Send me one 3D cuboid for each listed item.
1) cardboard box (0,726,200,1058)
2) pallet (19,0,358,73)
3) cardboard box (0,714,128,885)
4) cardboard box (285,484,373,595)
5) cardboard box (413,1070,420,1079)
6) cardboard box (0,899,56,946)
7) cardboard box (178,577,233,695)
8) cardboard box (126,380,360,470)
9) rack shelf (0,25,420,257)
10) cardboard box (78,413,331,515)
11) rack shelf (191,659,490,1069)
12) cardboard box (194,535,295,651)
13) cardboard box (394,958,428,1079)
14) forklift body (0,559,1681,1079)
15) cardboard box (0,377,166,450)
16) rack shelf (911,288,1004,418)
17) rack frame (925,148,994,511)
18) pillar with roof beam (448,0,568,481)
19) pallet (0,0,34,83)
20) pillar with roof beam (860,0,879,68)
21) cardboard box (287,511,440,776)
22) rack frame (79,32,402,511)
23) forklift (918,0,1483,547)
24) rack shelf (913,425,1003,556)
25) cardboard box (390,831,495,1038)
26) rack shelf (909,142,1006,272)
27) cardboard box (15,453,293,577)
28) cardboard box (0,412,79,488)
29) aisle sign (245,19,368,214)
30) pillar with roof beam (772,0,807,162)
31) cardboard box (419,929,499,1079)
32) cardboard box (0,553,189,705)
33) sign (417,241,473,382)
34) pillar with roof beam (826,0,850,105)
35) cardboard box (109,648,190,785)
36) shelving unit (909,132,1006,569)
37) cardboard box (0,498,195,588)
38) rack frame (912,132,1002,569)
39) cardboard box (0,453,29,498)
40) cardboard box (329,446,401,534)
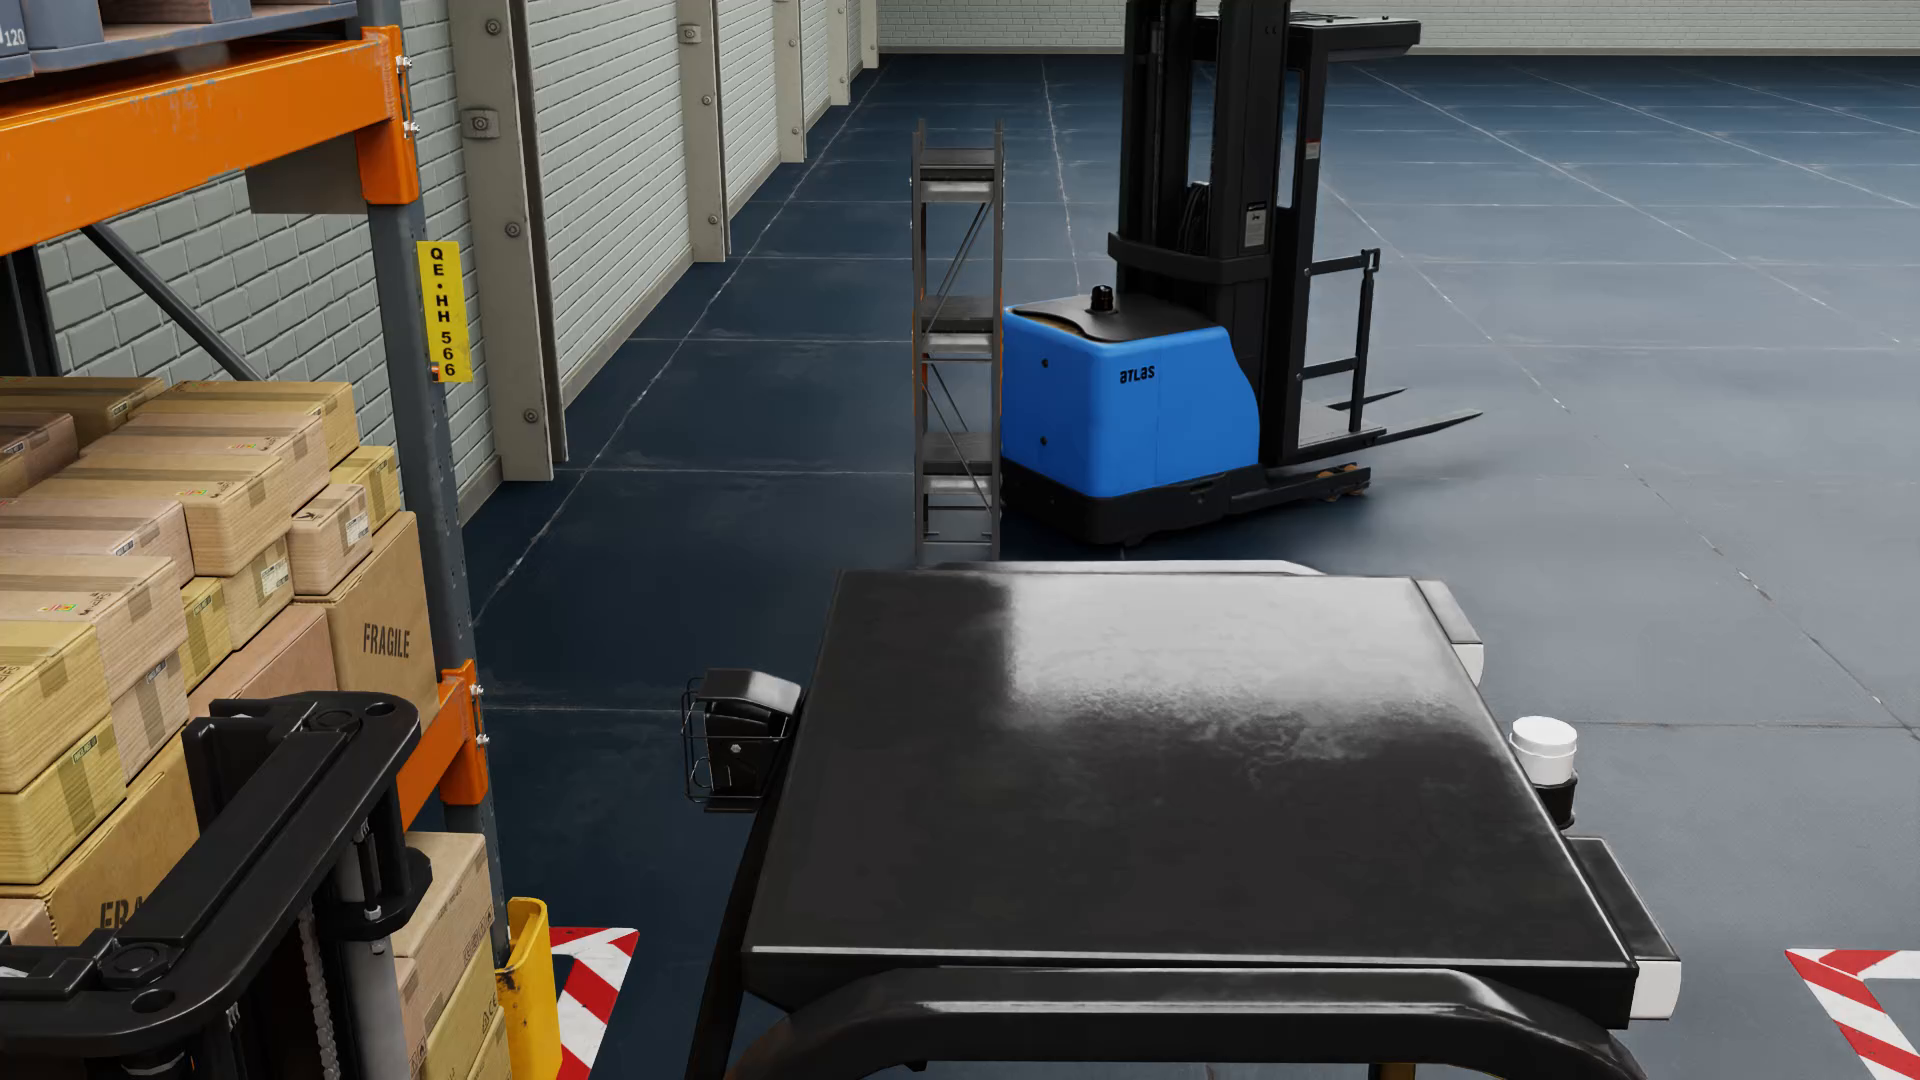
[{"bbox_3d":[-1.510,0.629,2.623,0.500,0.500,0.500,0,21,1],"label":"cardboard box"},{"bbox_3d":[-1.765,-0.980,2.883,1.003,0.211,1.213,1,21,2],"label":"pallet"},{"bbox_3d":[-1.462,0.366,2.405,0.380,0.149,0.250,1,21,2],"label":"cardboard box"},{"bbox_3d":[-1.426,-0.006,3.362,0.380,0.149,0.250,1,21,2],"label":"cardboard box"},{"bbox_3d":[-1.446,1.336,3.469,0.500,0.250,0.500,0,21,1],"label":"cardboard box"},{"bbox_3d":[-1.514,0.811,2.154,0.500,0.500,0.500,1,21,2],"label":"cardboard box"},{"bbox_3d":[-1.514,0.177,2.892,0.380,0.149,0.250,0,21,1],"label":"cardboard box"},{"bbox_3d":[-1.517,-0.234,3.539,0.380,0.149,0.250,1,21,2],"label":"cardboard box"},{"bbox_3d":[-1.778,-0.218,1.792,1.077,0.370,4.000,1,21,2],"label":"rack shelf"},{"bbox_3d":[-1.494,-0.144,3.308,0.380,0.149,0.250,1,21,2],"label":"cardboard box"},{"bbox_3d":[-1.778,1.181,2.334,1.077,0.370,4.000,1,21,2],"label":"rack shelf"},{"bbox_3d":[-1.495,0.087,3.122,0.380,0.149,0.250,1,21,3],"label":"cardboard box"},{"bbox_3d":[-1.429,1.097,3.394,0.500,0.250,0.500,1,21,3],"label":"cardboard box"},{"bbox_3d":[0.049,1.223,2.403,2.313,2.155,1.214,1,21,2],"label":"forklift body"},{"bbox_3d":[-1.941,-0.247,3.572,0.380,0.149,0.250,0,21,1],"label":"cardboard box"},{"bbox_3d":[-0.005,-0.906,8.000,0.431,0.518,0.480,1,21,2],"label":"rack shelf"},{"bbox_3d":[0.001,-1.007,8.222,0.380,1.831,0.006,1,21,2],"label":"rack frame"},{"bbox_3d":[1.846,-4.555,7.828,9.100,9.000,0.400,1,21,2],"label":"pillar with roof beam"},{"bbox_3d":[-1.799,-0.538,1.743,1.003,0.211,1.213,1,21,2],"label":"pallet"},{"bbox_3d":[2.576,-13.233,30.193,9.100,9.000,0.400,1,21,2],"label":"pillar with roof beam"},{"bbox_3d":[-1.470,0.256,3.584,0.500,0.500,0.500,0,21,0],"label":"cardboard box"},{"bbox_3d":[-1.714,0.122,4.068,0.949,2.616,0.053,1,21,2],"label":"rack frame"},{"bbox_3d":[1.436,-1.667,8.773,3.560,2.935,1.130,-13,25,-31],"label":"forklift"},{"bbox_3d":[-0.005,-0.254,8.253,0.431,0.518,0.480,1,21,2],"label":"rack shelf"},{"bbox_3d":[-1.419,0.912,3.870,0.500,0.250,0.500,1,21,3],"label":"cardboard box"},{"bbox_3d":[-0.005,-1.559,7.747,0.431,0.518,0.480,1,21,2],"label":"rack shelf"},{"bbox_3d":[-1.475,-0.049,3.063,0.380,0.149,0.250,1,21,3],"label":"cardboard box"},{"bbox_3d":[-2.012,-0.151,3.326,0.380,0.149,0.250,1,21,3],"label":"cardboard box"},{"bbox_3d":[-1.422,-1.110,3.650,0.394,0.787,0.004,1,21,2],"label":"aisle sign"},{"bbox_3d":[2.211,-8.894,19.011,9.100,9.000,0.400,1,21,2],"label":"pillar with roof beam"},{"bbox_3d":[-1.420,1.154,3.936,0.500,0.250,0.500,0,21,1],"label":"cardboard box"},{"bbox_3d":[-1.454,0.135,2.588,0.380,0.149,0.250,1,21,3],"label":"cardboard box"},{"bbox_3d":[-1.175,-0.517,3.787,0.100,0.325,0.005,1,21,2],"label":"sign"},{"bbox_3d":[2.394,-11.063,24.602,9.100,9.000,0.400,1,21,2],"label":"pillar with roof beam"},{"bbox_3d":[-1.475,0.274,2.641,0.380,0.149,0.250,0,21,0],"label":"cardboard box"},{"bbox_3d":[-0.005,-0.918,7.993,0.431,2.100,0.499,1,21,2],"label":"shelving unit"},{"bbox_3d":[-1.557,0.040,2.834,0.380,0.149,0.250,1,21,2],"label":"cardboard box"},{"bbox_3d":[-0.012,-0.831,7.767,0.400,2.100,0.015,1,21,2],"label":"rack frame"},{"bbox_3d":[-1.977,-0.057,3.082,0.380,0.149,0.250,1,21,3],"label":"cardboard box"},{"bbox_3d":[-1.448,-0.099,3.601,0.380,0.149,0.250,1,21,2],"label":"cardboard box"}]
